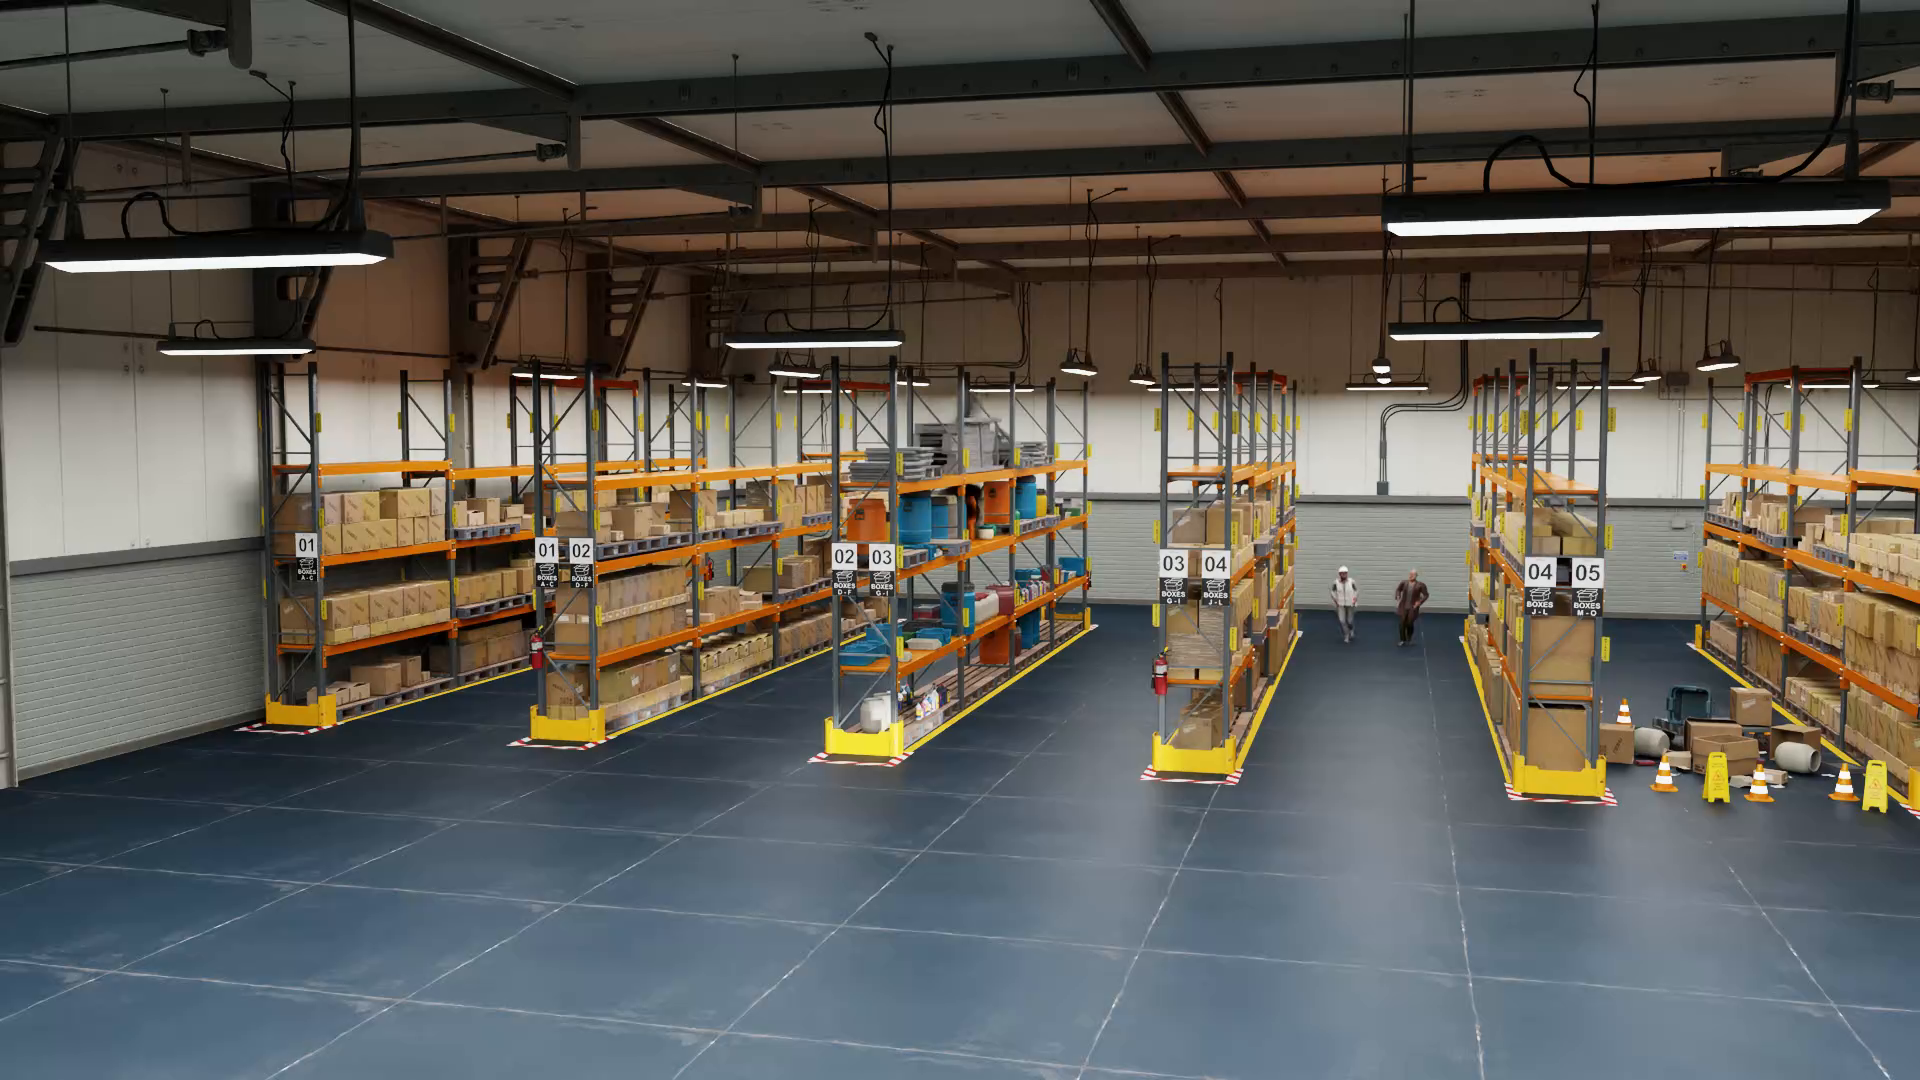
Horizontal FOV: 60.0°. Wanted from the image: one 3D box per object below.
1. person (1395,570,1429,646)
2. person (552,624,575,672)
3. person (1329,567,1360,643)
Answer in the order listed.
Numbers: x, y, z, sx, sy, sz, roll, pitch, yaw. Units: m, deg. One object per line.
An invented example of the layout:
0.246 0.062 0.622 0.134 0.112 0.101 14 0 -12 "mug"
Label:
10.131 1.564 37.379 0.739 1.648 0.691 2 5 31 "person"
-7.235 2.041 30.587 0.574 1.737 0.728 1 4 8 "person"
8.817 1.462 38.148 0.674 1.737 0.660 1 4 18 "person"
